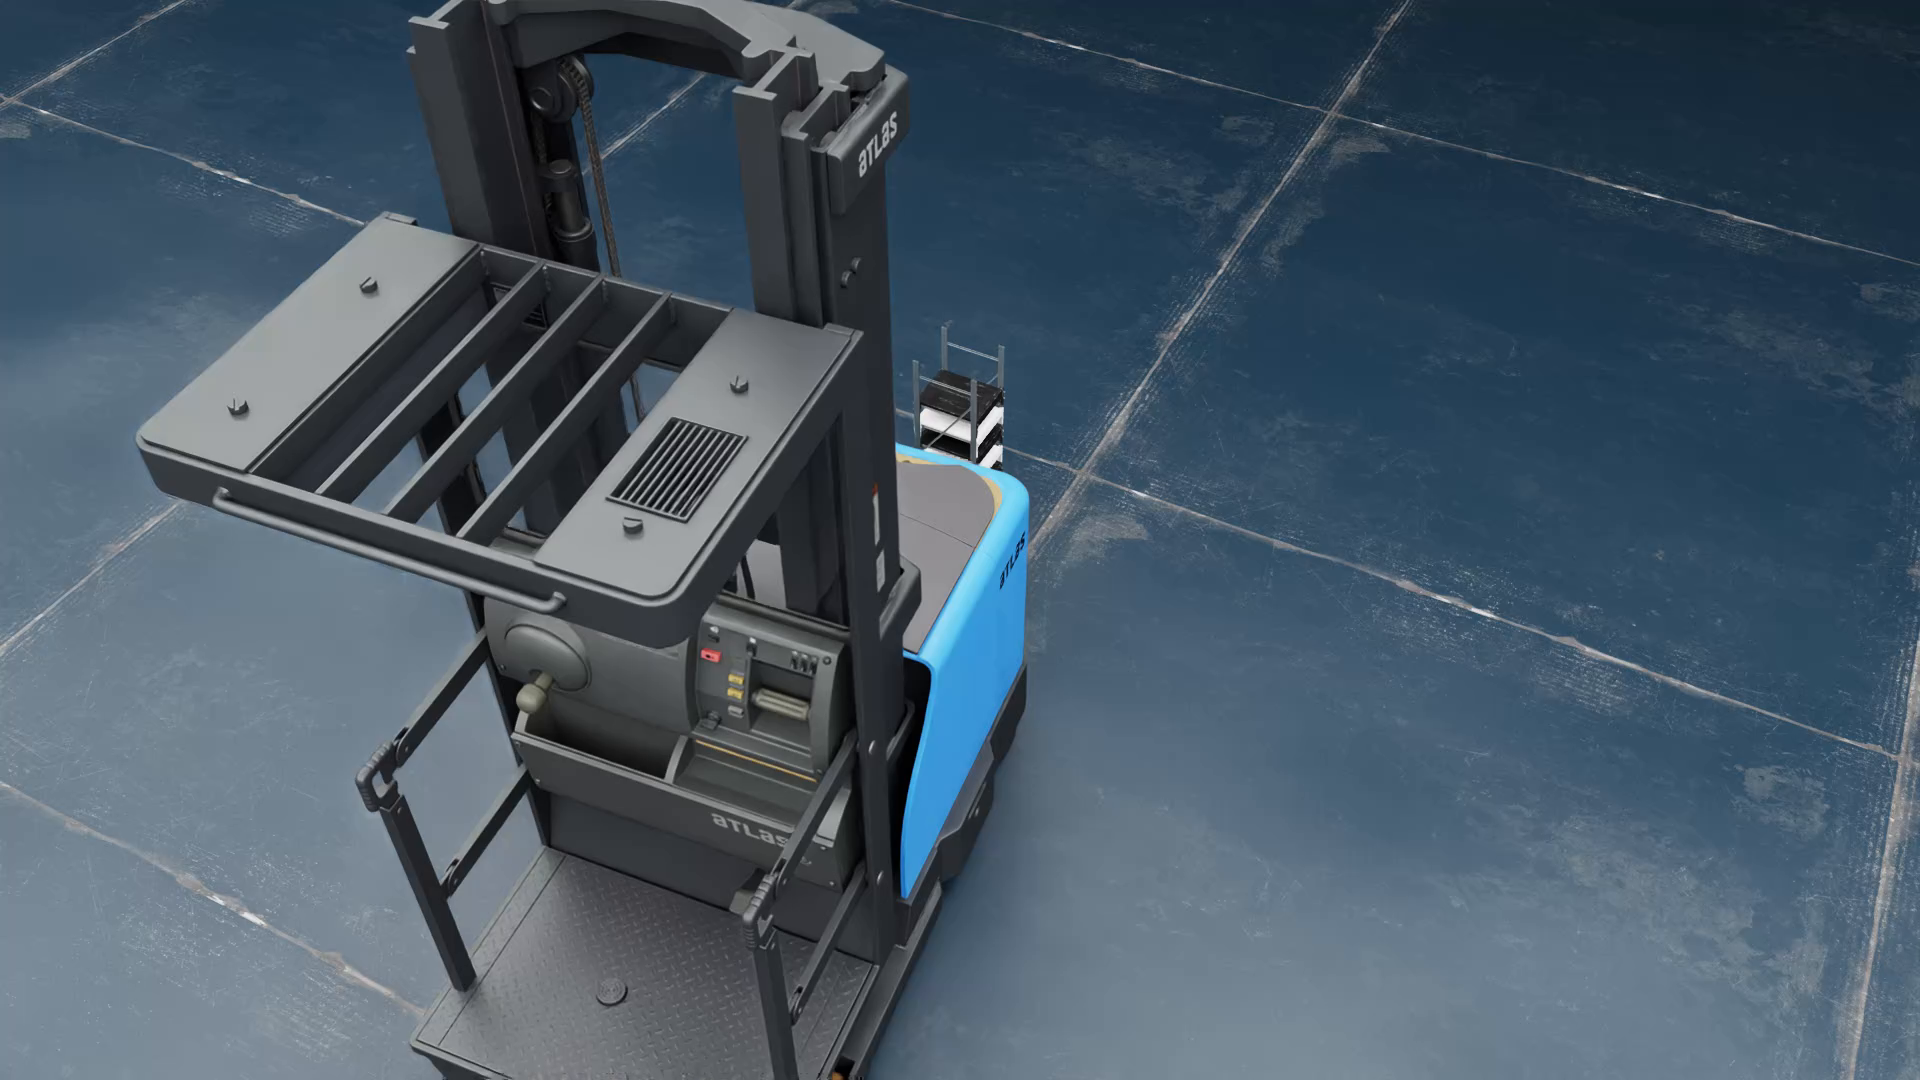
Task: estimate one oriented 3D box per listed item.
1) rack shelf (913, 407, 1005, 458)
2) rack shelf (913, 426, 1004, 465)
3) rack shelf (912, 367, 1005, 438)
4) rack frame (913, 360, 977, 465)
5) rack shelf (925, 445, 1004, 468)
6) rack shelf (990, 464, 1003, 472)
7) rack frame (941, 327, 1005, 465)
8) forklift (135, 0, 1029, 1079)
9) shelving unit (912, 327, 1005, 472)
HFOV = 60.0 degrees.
[{"bbox_3d":[-0.004,-0.414,5.821,0.258,0.077,0.200,20,49,19],"label":"rack shelf"},{"bbox_3d":[-0.004,-0.351,5.885,0.258,0.077,0.200,20,49,19],"label":"rack shelf"},{"bbox_3d":[-0.004,-0.478,5.757,0.258,0.077,0.200,20,49,19],"label":"rack shelf"},{"bbox_3d":[-0.051,-0.247,5.862,0.240,0.900,0.006,20,49,19],"label":"rack frame"},{"bbox_3d":[-0.004,-0.288,5.949,0.258,0.077,0.200,20,49,19],"label":"rack shelf"},{"bbox_3d":[-0.004,-0.225,6.013,0.258,0.077,0.200,20,49,19],"label":"rack shelf"},{"bbox_3d":[0.043,-0.375,5.988,0.240,0.900,0.006,20,49,19],"label":"rack frame"},{"bbox_3d":[-0.796,0.388,3.806,1.130,2.935,3.031,16,47,15],"label":"forklift"},{"bbox_3d":[-0.004,-0.311,5.925,0.258,0.900,0.210,20,49,19],"label":"shelving unit"}]
